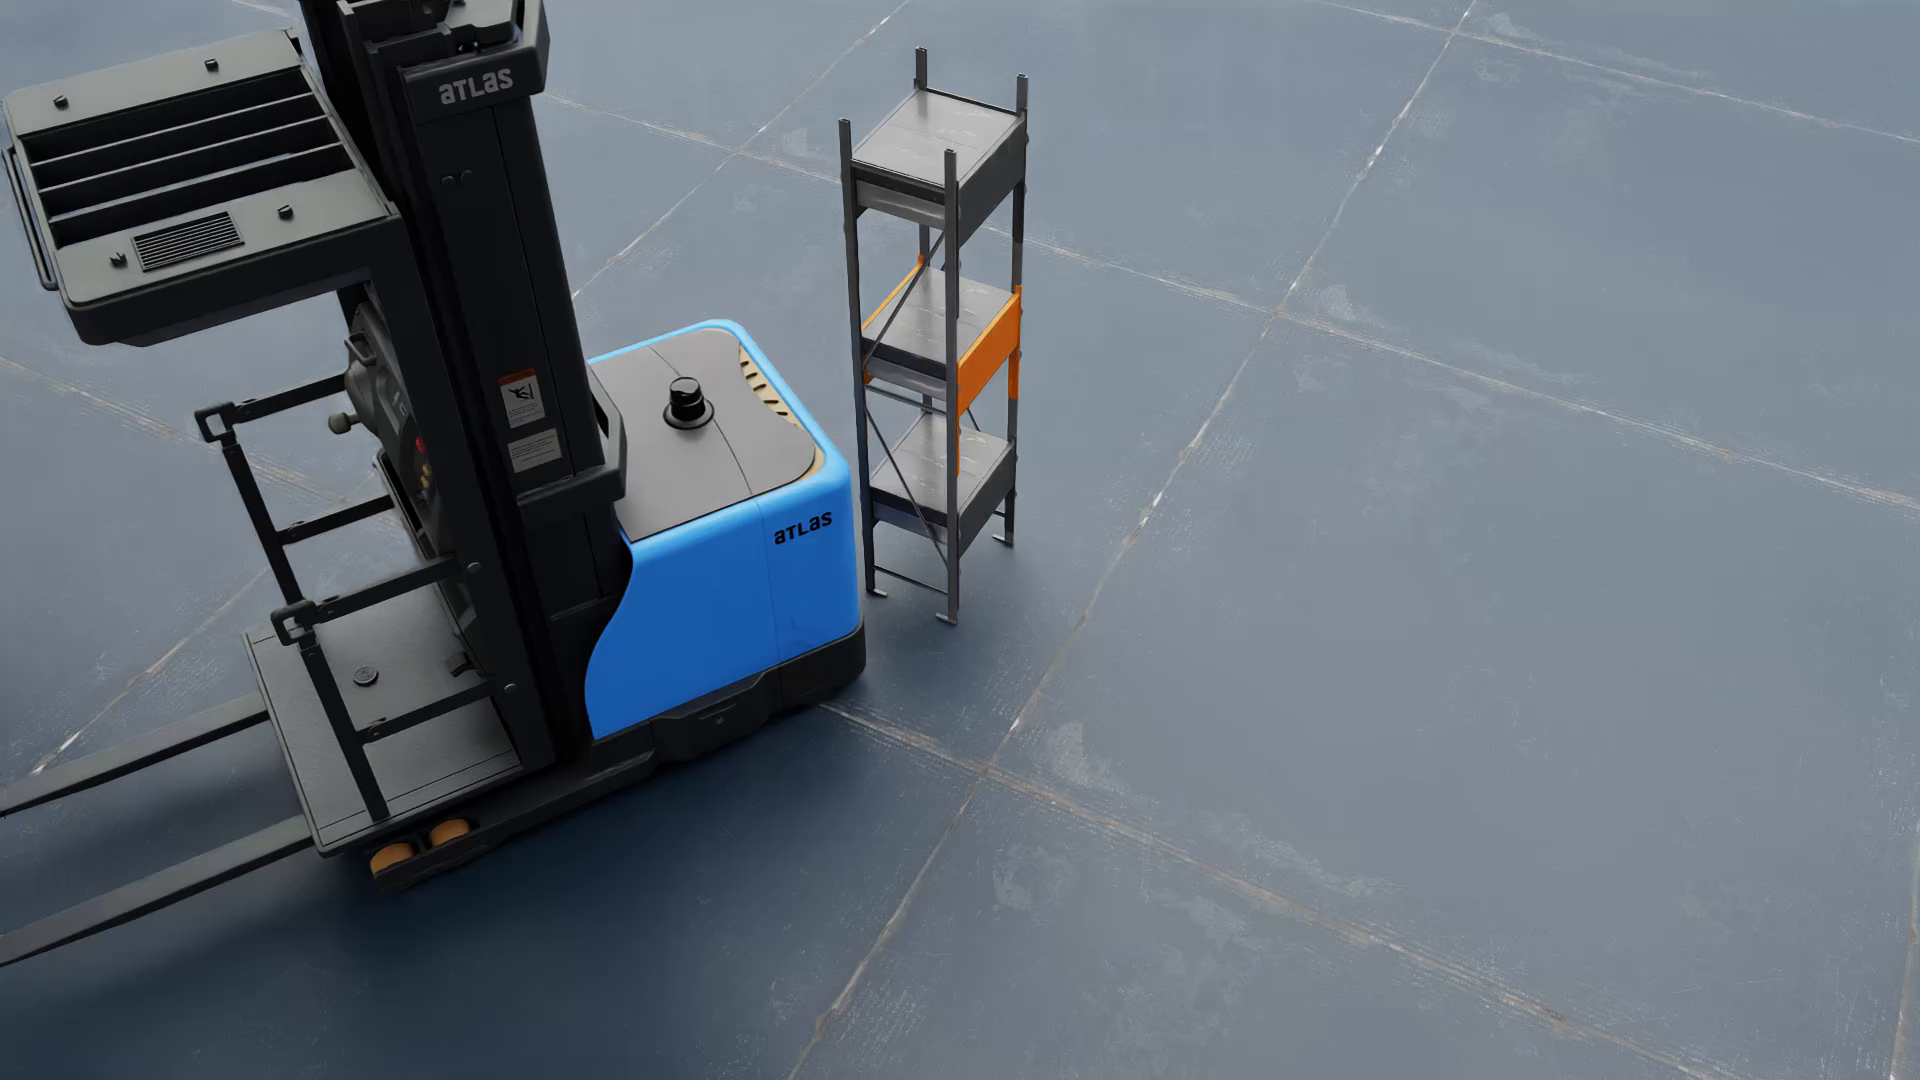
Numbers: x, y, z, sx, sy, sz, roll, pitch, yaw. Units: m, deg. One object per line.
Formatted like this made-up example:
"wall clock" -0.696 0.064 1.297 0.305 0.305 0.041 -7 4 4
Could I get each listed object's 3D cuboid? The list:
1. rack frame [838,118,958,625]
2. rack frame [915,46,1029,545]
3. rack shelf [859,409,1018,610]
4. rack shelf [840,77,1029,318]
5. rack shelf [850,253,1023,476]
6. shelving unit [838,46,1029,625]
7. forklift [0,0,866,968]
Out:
"rack frame" -0.190 -0.480 5.748 0.400 2.100 0.015 20 49 19
"rack frame" 0.036 -0.788 6.052 0.400 2.100 0.015 20 49 19
"rack shelf" -0.077 -0.132 6.408 0.431 0.518 0.480 20 49 19
"rack shelf" -0.077 -1.116 5.412 0.431 0.518 0.480 20 49 19
"rack shelf" -0.077 -0.624 5.910 0.431 0.518 0.480 20 49 19
"shelving unit" -0.077 -0.634 5.900 0.431 2.100 0.503 20 49 19
"forklift" -1.885 -0.287 4.973 3.031 2.935 1.130 -22 49 -20
